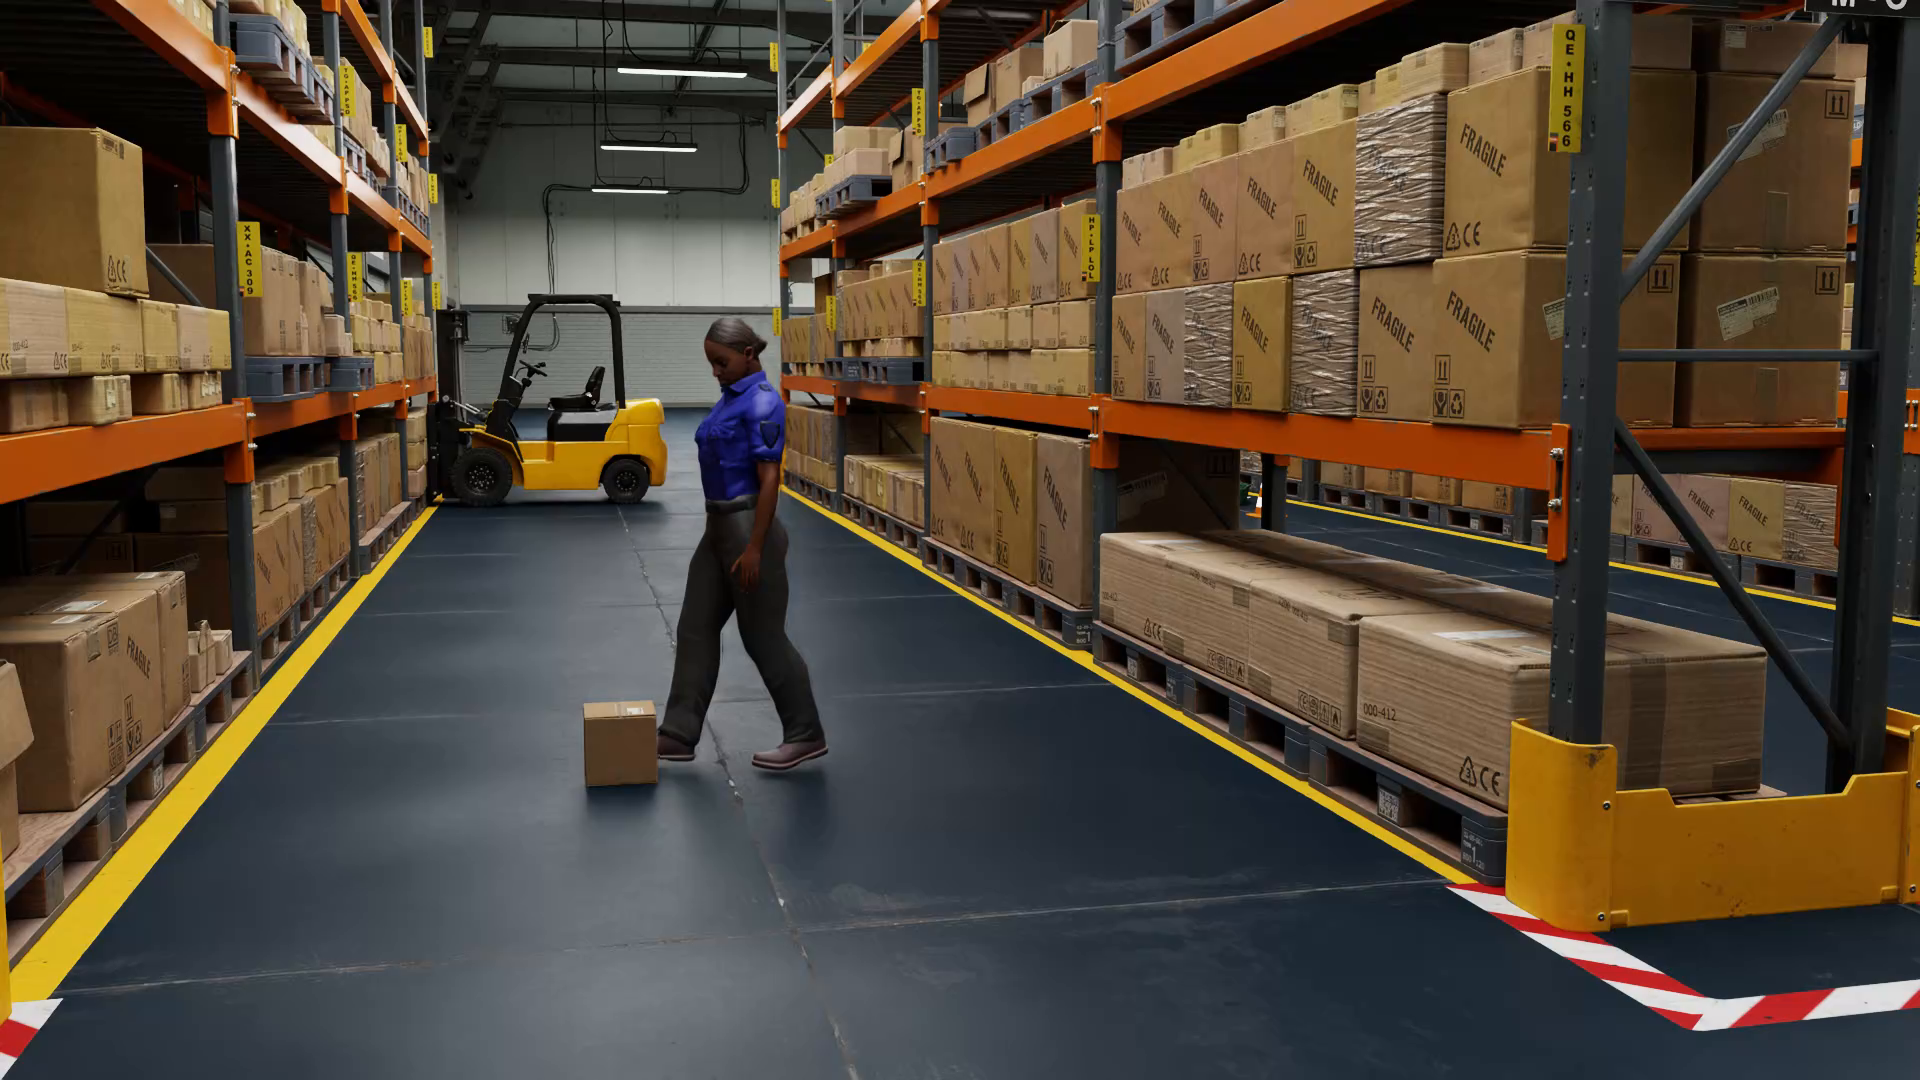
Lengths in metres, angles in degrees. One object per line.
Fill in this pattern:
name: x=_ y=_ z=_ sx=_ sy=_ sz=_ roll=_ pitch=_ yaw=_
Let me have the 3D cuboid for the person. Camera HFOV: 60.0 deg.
person: x=-0.857 y=0.018 z=5.979 sx=0.730 sy=1.626 sz=0.490 roll=-3 pitch=7 yaw=-26
